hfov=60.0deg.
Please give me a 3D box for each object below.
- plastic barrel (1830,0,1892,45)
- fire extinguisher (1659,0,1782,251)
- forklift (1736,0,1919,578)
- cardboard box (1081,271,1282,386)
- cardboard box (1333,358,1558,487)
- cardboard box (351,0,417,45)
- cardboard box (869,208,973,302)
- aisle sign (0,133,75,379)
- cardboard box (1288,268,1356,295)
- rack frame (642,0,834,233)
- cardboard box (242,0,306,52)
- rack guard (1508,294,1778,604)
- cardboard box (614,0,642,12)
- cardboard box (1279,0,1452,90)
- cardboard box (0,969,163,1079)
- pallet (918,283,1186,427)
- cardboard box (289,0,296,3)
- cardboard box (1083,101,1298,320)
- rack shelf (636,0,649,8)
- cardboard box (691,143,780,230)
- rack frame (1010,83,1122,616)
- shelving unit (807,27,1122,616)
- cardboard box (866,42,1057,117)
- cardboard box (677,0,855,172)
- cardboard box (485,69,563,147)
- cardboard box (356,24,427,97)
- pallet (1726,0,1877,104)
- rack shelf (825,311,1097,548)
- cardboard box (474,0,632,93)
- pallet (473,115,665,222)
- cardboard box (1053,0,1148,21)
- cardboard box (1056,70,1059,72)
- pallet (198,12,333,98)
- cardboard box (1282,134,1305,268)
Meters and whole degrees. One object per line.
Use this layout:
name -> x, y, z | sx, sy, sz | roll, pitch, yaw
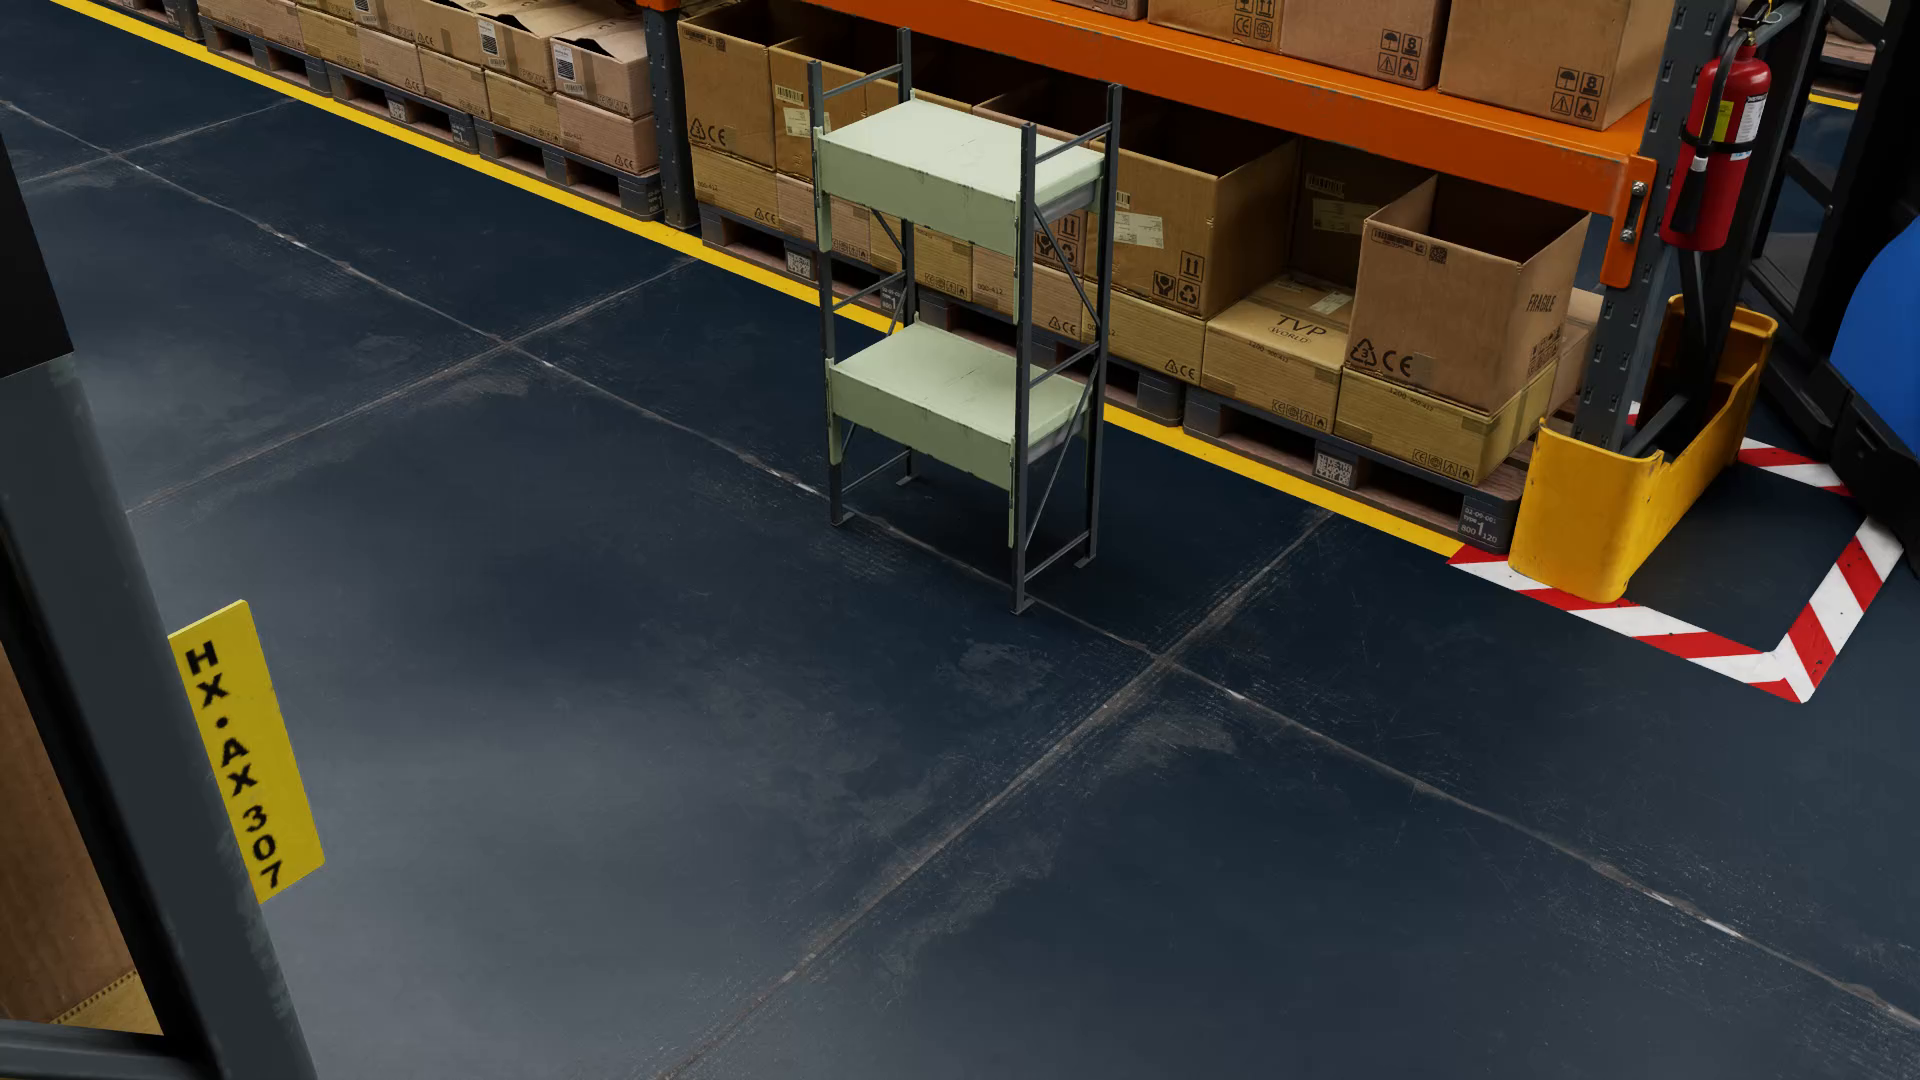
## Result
plastic barrel -> 4.772, -2.862, 8.595 | 0.421, 0.512, 0.421 | 0, 34, 0
fire extinguisher -> 1.948, -1.079, 4.240 | 0.183, 0.674, 0.296 | 25, 42, 32
forklift -> 3.423, -1.811, 5.298 | 1.130, 2.935, 3.031 | 0, 34, 0
cardboard box -> 0.776, -0.817, 5.848 | 0.500, 0.250, 0.500 | 25, 42, 32
cardboard box -> 1.554, -0.461, 5.330 | 0.500, 0.250, 0.500 | 25, 42, 32
cardboard box -> -2.584, -2.648, 8.019 | 0.500, 0.311, 0.500 | 25, 41, 31
cardboard box -> 0.005, -1.178, 6.373 | 0.500, 0.250, 0.500 | 25, 42, 32
aisle sign -> -0.765, -0.375, 0.850 | 0.004, 0.787, 0.394 | 25, 42, 32
cardboard box -> 1.498, -0.866, 5.919 | 0.500, 0.250, 0.500 | 25, 42, 32
rack frame -> -0.919, -2.805, 6.684 | 0.127, 3.000, 1.000 | 25, 42, 32
cardboard box -> -3.392, -2.794, 8.726 | 0.500, 0.250, 0.500 | 24, 41, 31
rack guard -> 2.173, -0.317, 5.269 | 0.348, 0.500, 1.175 | 25, 42, 32
cardboard box -> -1.459, -2.517, 7.828 | 0.500, 0.311, 0.500 | 25, 42, 31
cardboard box -> 1.397, -1.760, 5.074 | 0.500, 0.500, 0.700 | 26, 42, 33
cardboard box -> -1.184, 0.540, 1.929 | 0.500, 0.250, 0.500 | 24, 41, 31
pallet -> 0.607, -0.907, 6.384 | 1.213, 0.211, 1.003 | 25, 42, 32
cardboard box -> -3.370, -3.020, 8.561 | 0.500, 0.311, 0.500 | 24, 41, 31
cardboard box -> 0.774, -1.125, 5.634 | 0.500, 0.500, 0.500 | 25, 42, 32
rack shelf -> -2.456, -3.232, 7.943 | 4.000, 0.370, 1.077 | 25, 42, 32
cardboard box -> -0.757, -1.544, 6.907 | 0.500, 0.250, 0.500 | 25, 42, 32
rack frame -> 0.286, -0.483, 4.629 | 0.023, 1.500, 0.400 | 25, 42, 32
shelving unit -> 0.005, -0.616, 4.822 | 0.755, 1.500, 0.431 | 25, 42, 32
cardboard box -> 0.005, -1.487, 6.161 | 0.500, 0.500, 0.500 | 25, 42, 32
cardboard box -> -0.763, -1.849, 6.688 | 0.500, 0.500, 0.500 | 25, 42, 32
cardboard box -> -1.811, -2.052, 7.647 | 0.500, 0.250, 0.500 | 25, 41, 31
cardboard box -> -2.595, -2.422, 8.185 | 0.500, 0.250, 0.500 | 26, 42, 33
pallet -> 4.617, -2.664, 8.942 | 1.213, 0.211, 1.003 | 25, 42, 32
rack shelf -> 0.005, -0.347, 5.006 | 0.720, 0.370, 0.431 | 25, 42, 32
cardboard box -> -1.818, -2.283, 7.487 | 0.500, 0.311, 0.500 | 27, 42, 33
pallet -> -1.511, -1.905, 7.837 | 1.213, 0.211, 1.003 | 25, 42, 32
cardboard box -> 0.613, -2.131, 5.615 | 0.500, 0.500, 0.700 | 27, 43, 33
cardboard box -> 0.340, -1.715, 6.493 | 0.500, 0.500, 0.500 | 25, 42, 32
pallet -> -3.386, -2.789, 9.124 | 1.213, 0.211, 1.003 | 25, 42, 32
cardboard box -> 1.107, -1.351, 5.963 | 0.500, 0.500, 0.500 | 25, 42, 32
